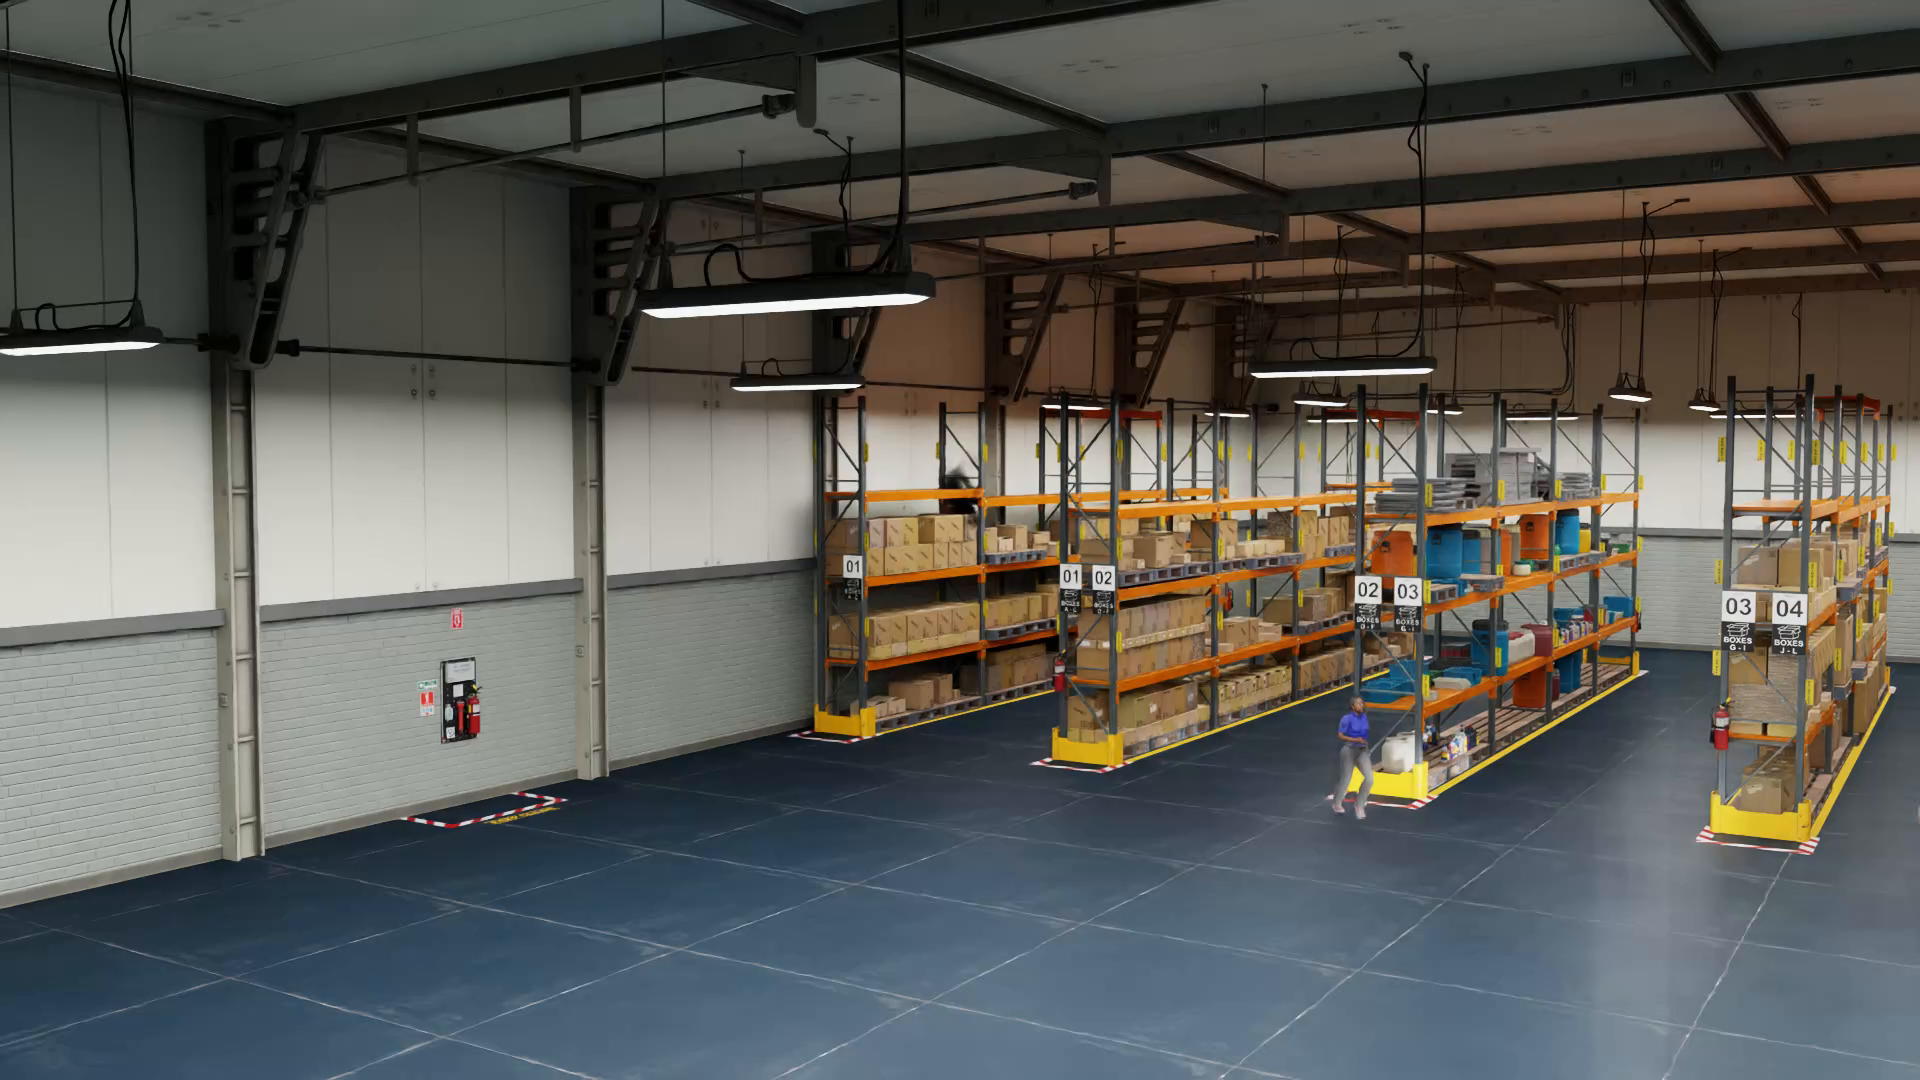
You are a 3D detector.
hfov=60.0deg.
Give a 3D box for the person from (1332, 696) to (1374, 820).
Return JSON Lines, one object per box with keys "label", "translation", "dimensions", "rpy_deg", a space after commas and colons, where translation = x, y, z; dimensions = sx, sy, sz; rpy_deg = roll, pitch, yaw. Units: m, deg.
{"label": "person", "translation": [5.429, 2.990, 22.830], "dimensions": [0.575, 1.684, 0.676], "rpy_deg": [-1, 3, -21]}
